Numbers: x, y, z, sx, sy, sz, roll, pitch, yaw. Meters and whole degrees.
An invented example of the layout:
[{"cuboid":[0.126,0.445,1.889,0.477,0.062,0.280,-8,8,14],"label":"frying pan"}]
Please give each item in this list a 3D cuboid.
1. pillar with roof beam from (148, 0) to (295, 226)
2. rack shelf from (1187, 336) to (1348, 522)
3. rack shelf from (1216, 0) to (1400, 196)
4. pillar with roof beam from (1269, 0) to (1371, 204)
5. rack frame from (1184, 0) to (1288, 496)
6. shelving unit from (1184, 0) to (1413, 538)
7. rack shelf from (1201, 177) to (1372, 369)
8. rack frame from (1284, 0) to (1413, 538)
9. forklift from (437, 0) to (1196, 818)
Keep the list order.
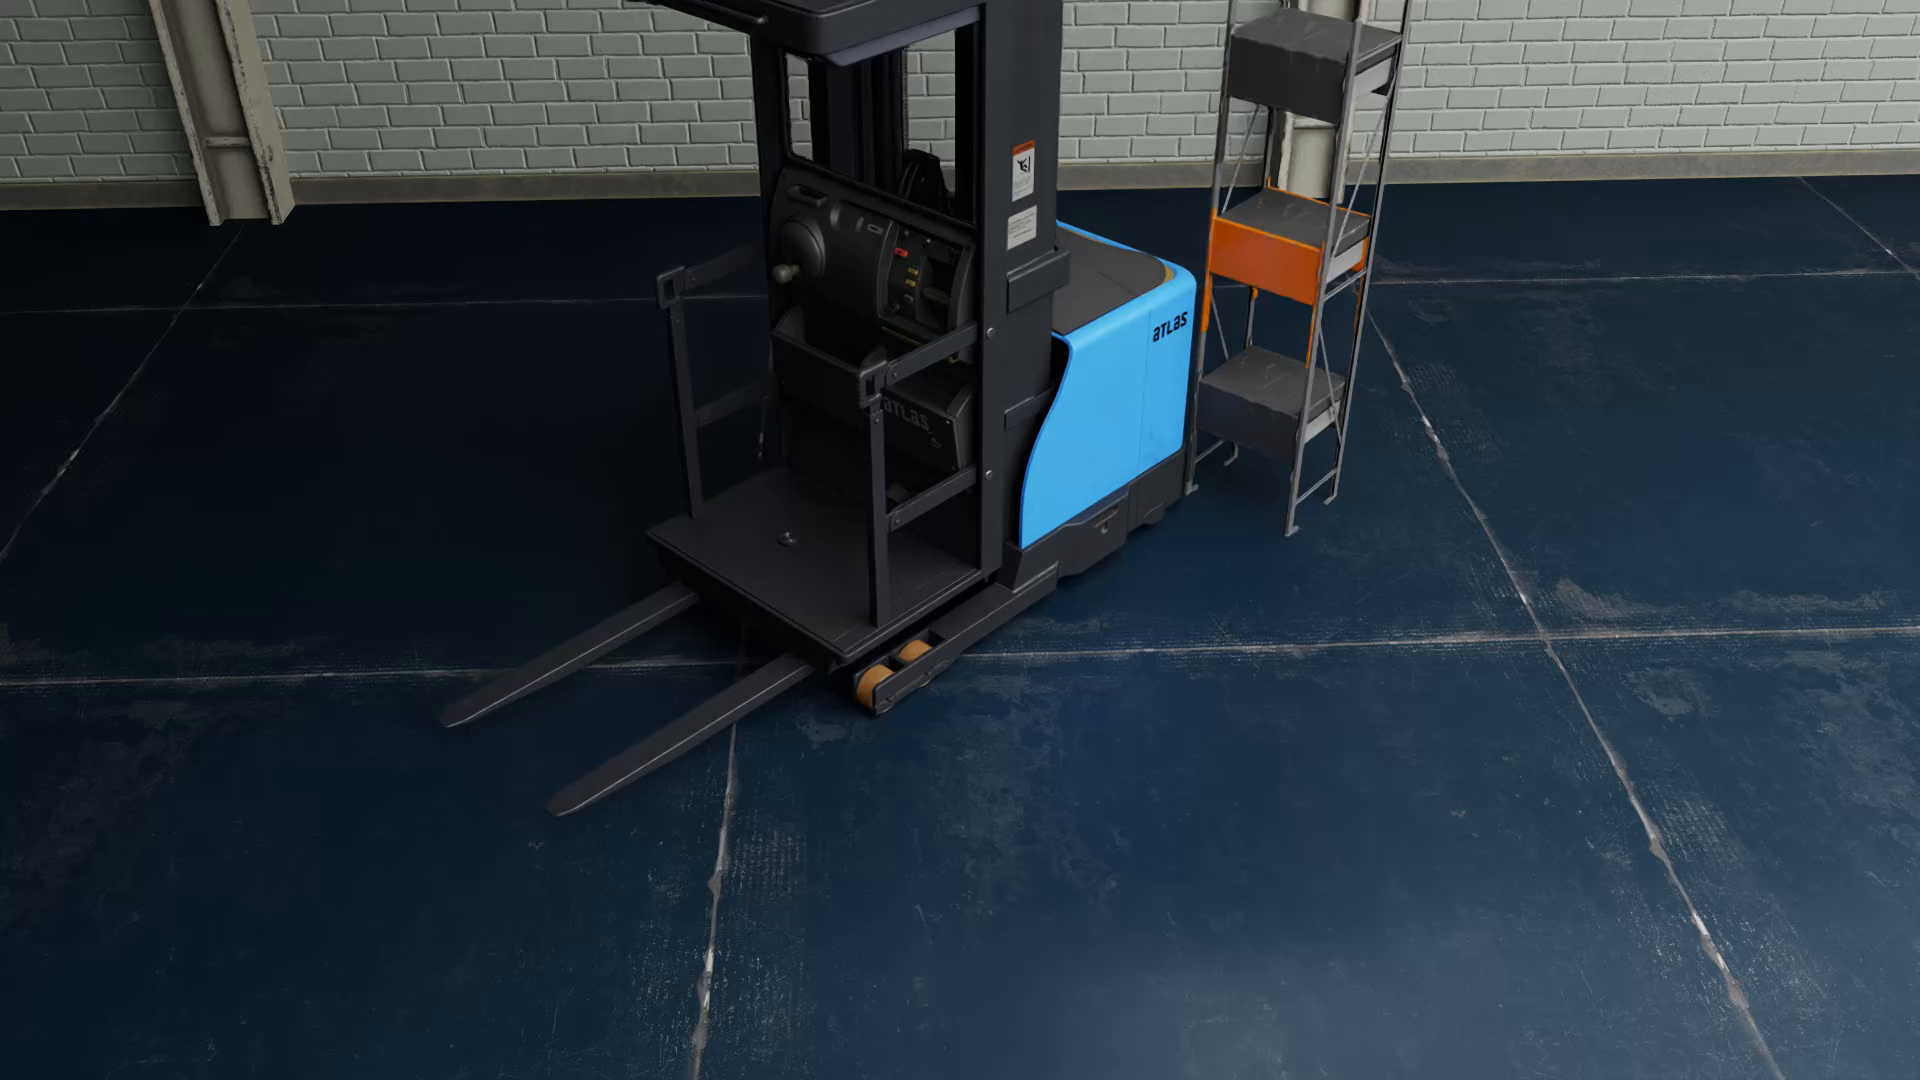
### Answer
[{"cuboid":[-3.798,-3.102,3.324,0.400,9.000,9.100,-2,35,-2],"label":"pillar with roof beam"},{"cuboid":[1.267,-0.463,6.828,0.480,0.518,0.431,25,42,32],"label":"rack shelf"},{"cuboid":[1.267,-1.615,6.031,0.480,0.518,0.431,25,42,32],"label":"rack shelf"},{"cuboid":[2.195,-3.263,3.558,0.400,9.000,9.100,-2,35,-2],"label":"pillar with roof beam"},{"cuboid":[1.080,-1.139,6.551,0.015,2.100,0.400,25,42,32],"label":"rack frame"},{"cuboid":[1.267,-1.050,6.422,0.503,2.100,0.431,25,42,32],"label":"shelving unit"},{"cuboid":[1.267,-1.039,6.430,0.480,0.518,0.431,25,42,32],"label":"rack shelf"},{"cuboid":[1.454,-0.961,6.293,0.015,2.100,0.400,25,42,32],"label":"rack frame"},{"cuboid":[-0.454,-0.926,5.512,1.130,2.935,3.031,28,44,34],"label":"forklift"}]
